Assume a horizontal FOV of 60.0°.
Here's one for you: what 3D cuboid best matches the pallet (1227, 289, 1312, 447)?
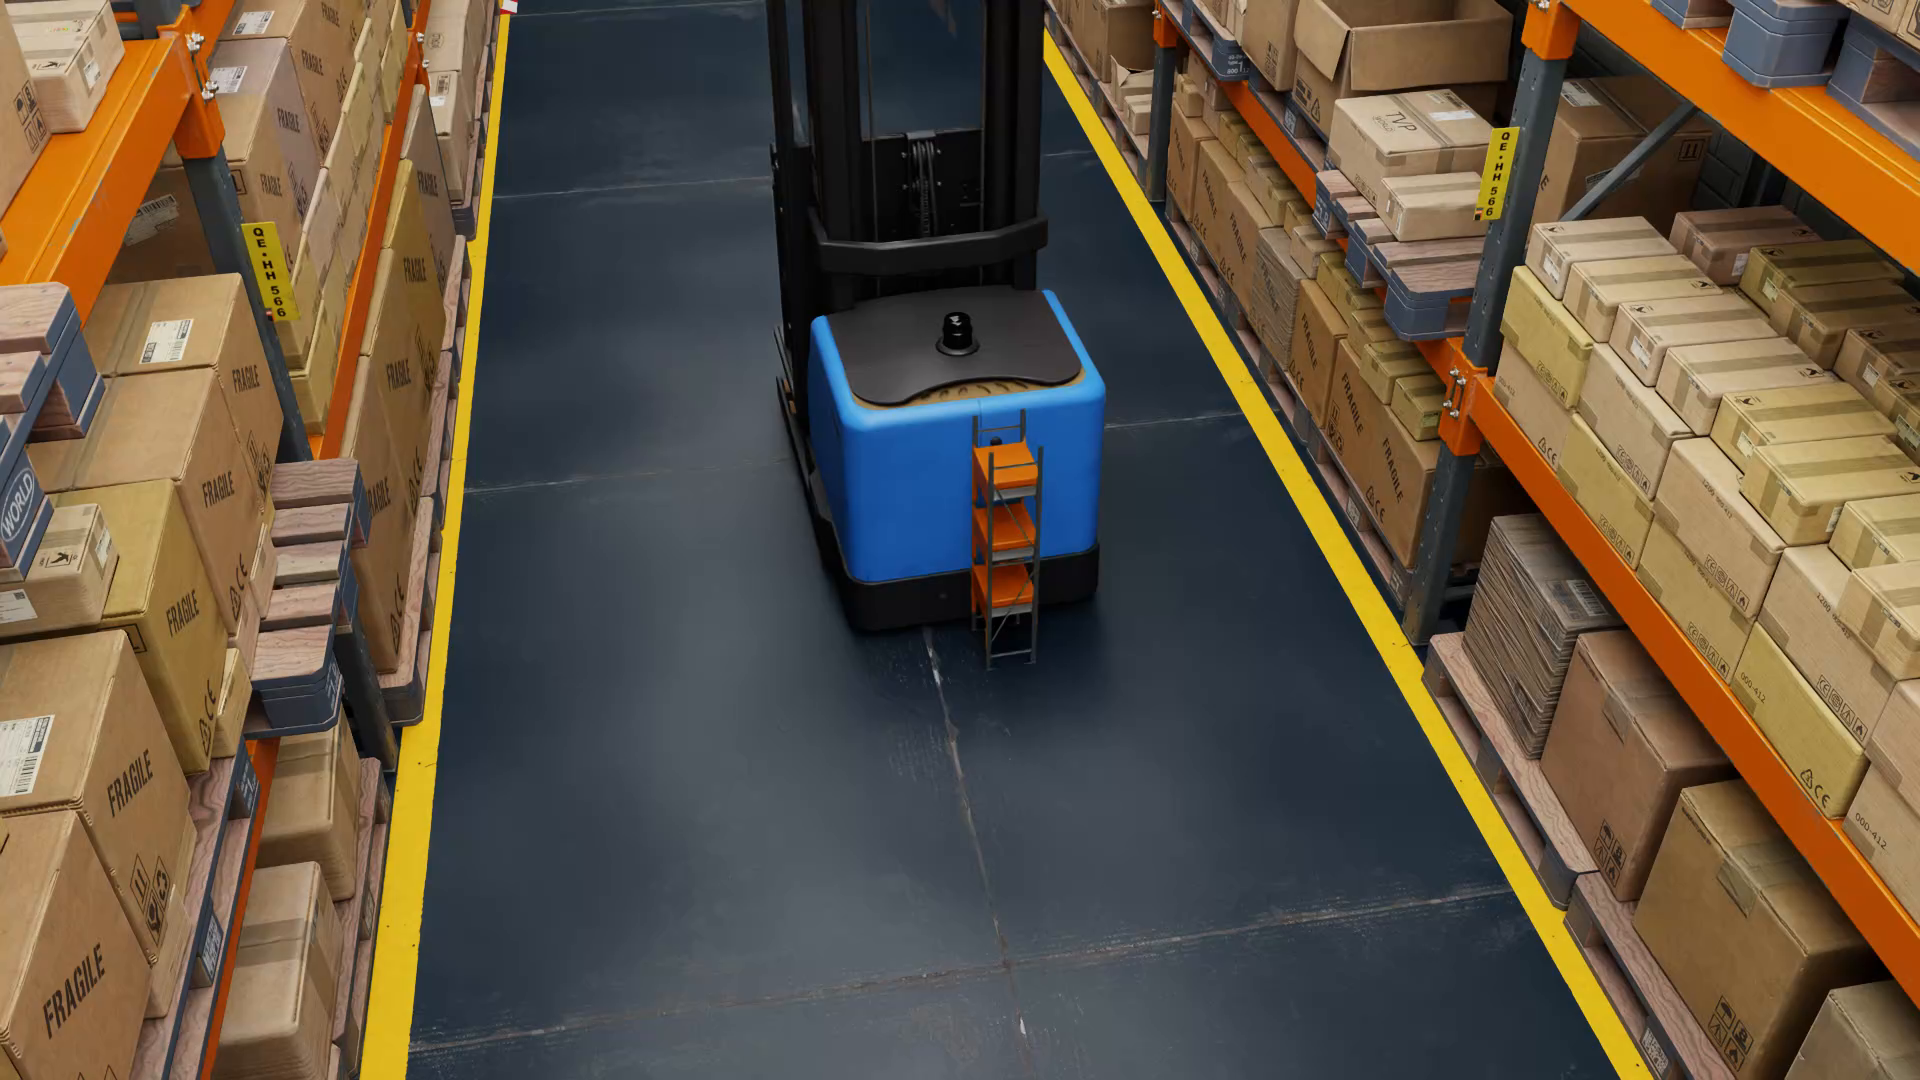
[{"bbox_3d":[1.997,-0.930,8.275,1.003,0.211,1.213,-6,38,-8],"label":"pallet"}]

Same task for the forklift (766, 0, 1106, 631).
[{"bbox_3d":[-0.263,-1.701,7.051,1.130,2.935,3.031,-8,39,-10],"label":"forklift"}]

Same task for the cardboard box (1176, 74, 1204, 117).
[{"bbox_3d":[1.401,-2.446,9.120,0.380,0.149,0.250,-5,38,-6],"label":"cardboard box"}]

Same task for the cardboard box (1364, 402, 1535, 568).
[{"bbox_3d":[2.015,-0.252,6.824,0.500,0.500,0.500,-5,38,-7],"label":"cardboard box"}]

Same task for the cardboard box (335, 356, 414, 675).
[{"bbox_3d":[-2.624,-0.058,6.269,0.875,0.875,0.875,-7,38,-8],"label":"cardboard box"}]

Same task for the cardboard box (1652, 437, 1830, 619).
[{"bbox_3d":[2.299,-0.064,4.602,0.500,0.250,0.500,-7,38,-9],"label":"cardboard box"}]

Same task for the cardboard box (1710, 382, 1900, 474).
[{"bbox_3d":[2.317,-0.294,4.573,0.380,0.149,0.250,-6,38,-7],"label":"cardboard box"}]

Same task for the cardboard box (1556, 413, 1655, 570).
[{"bbox_3d":[2.222,-0.183,5.163,0.500,0.250,0.500,-7,38,-9],"label":"cardboard box"}]

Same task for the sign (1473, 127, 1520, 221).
[{"bbox_3d":[1.769,-1.203,5.474,0.100,0.325,0.005,-6,38,-8],"label":"sign"}]

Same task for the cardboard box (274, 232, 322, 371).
[{"bbox_3d":[-2.431,-0.775,5.518,0.500,0.250,0.500,-6,38,-8],"label":"cardboard box"}]

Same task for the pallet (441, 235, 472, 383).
[{"bbox_3d":[-3.077,-1.162,8.573,1.003,0.211,1.213,-6,38,-8],"label":"pallet"}]

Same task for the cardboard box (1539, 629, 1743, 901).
[{"bbox_3d":[2.519,0.703,5.493,0.875,0.625,0.625,-5,38,-6],"label":"cardboard box"}]

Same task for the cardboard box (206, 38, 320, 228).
[{"bbox_3d":[-2.527,-1.362,5.661,0.500,0.500,0.500,-6,38,-8],"label":"cardboard box"}]

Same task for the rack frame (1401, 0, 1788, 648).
[{"bbox_3d":[2.301,-0.841,5.887,1.000,3.000,0.127,-6,38,-8],"label":"rack frame"}]

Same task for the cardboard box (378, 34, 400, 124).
[{"bbox_3d":[-2.871,-2.110,7.643,0.500,0.250,0.500,-7,38,-9],"label":"cardboard box"}]

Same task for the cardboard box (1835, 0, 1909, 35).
[{"bbox_3d":[2.375,-1.512,3.802,0.700,0.500,0.500,-7,38,-9],"label":"cardboard box"}]

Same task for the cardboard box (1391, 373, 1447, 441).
[{"bbox_3d":[1.965,-0.547,6.675,0.380,0.149,0.250,-8,39,-10],"label":"cardboard box"}]

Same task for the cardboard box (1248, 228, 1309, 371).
[{"bbox_3d":[1.734,-1.183,8.023,0.500,0.500,0.500,-8,38,-10],"label":"cardboard box"}]

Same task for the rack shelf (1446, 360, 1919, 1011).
[{"bbox_3d":[2.652,0.651,4.553,1.077,0.370,4.000,-6,38,-8],"label":"rack shelf"}]

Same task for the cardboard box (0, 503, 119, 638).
[{"bbox_3d":[-2.020,0.074,3.515,0.380,0.149,0.250,-8,39,-10],"label":"cardboard box"}]

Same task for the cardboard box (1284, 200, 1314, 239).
[{"bbox_3d":[1.767,-1.505,7.908,0.380,0.149,0.250,-6,38,-8],"label":"cardboard box"}]

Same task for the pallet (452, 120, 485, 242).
[{"bbox_3d":[-3.343,-2.087,9.765,1.003,0.211,1.213,-6,38,-8],"label":"pallet"}]

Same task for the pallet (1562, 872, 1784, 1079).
[{"bbox_3d":[2.618,1.497,5.151,1.003,0.211,1.213,-6,38,-8],"label":"pallet"}]

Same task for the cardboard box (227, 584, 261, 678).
[{"bbox_3d":[-2.053,0.256,4.338,0.380,0.149,0.250,-8,39,-10],"label":"cardboard box"}]

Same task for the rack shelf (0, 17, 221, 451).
[{"bbox_3d":[-2.234,0.003,2.943,1.077,0.370,4.000,-6,38,-8],"label":"rack shelf"}]

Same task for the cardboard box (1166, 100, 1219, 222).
[{"bbox_3d":[1.463,-2.119,9.228,0.500,0.500,0.500,-5,38,-6],"label":"cardboard box"}]

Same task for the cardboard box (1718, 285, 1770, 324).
[{"bbox_3d":[2.654,-0.738,5.469,0.500,0.250,0.500,-5,38,-7],"label":"cardboard box"}]

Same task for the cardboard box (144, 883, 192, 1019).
[{"bbox_3d":[-1.871,0.887,3.526,0.380,0.149,0.250,-5,38,-6],"label":"cardboard box"}]

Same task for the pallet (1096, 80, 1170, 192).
[{"bbox_3d":[1.480,-2.570,10.387,1.003,0.211,1.213,-6,38,-8],"label":"pallet"}]

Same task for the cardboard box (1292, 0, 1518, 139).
[{"bbox_3d":[1.833,-2.013,6.970,0.797,0.503,0.637,-7,38,-9],"label":"cardboard box"}]

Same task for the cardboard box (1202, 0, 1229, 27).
[{"bbox_3d":[1.555,-2.833,8.028,0.700,0.500,0.500,-6,38,-7],"label":"cardboard box"}]

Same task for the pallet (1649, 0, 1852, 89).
[{"bbox_3d":[2.508,-1.550,4.510,1.213,0.211,1.003,-5,38,-6],"label":"pallet"}]

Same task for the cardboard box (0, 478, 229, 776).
[{"bbox_3d":[-2.040,0.233,3.839,0.500,0.500,0.500,-9,39,-11],"label":"cardboard box"}]

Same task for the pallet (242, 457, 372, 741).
[{"bbox_3d":[-2.355,0.190,4.717,1.213,0.211,1.003,-6,38,-8],"label":"pallet"}]

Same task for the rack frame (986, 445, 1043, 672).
[{"bbox_3d":[0.201,0.090,6.279,0.200,1.050,0.008,-8,39,-10],"label":"rack frame"}]

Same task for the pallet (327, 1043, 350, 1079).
[{"bbox_3d":[-2.239,2.004,4.498,1.003,0.211,1.213,-6,38,-8],"label":"pallet"}]

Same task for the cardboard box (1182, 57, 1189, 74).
[{"bbox_3d":[1.641,-2.983,10.626,0.380,0.149,0.250,-7,38,-9],"label":"cardboard box"}]

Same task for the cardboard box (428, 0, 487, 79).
[{"bbox_3d":[-3.605,-3.351,10.864,0.875,0.438,0.875,-5,38,-7],"label":"cardboard box"}]

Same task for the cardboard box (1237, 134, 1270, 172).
[{"bbox_3d":[1.643,-1.970,8.507,0.380,0.149,0.250,-7,38,-9],"label":"cardboard box"}]

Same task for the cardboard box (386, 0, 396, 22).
[{"bbox_3d":[-2.970,-2.619,7.891,0.500,0.250,0.500,-6,38,-8],"label":"cardboard box"}]

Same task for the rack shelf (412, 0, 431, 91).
[{"bbox_3d":[-3.637,-3.645,10.083,1.077,0.370,4.000,-6,38,-8],"label":"rack shelf"}]

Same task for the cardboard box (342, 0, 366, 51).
[{"bbox_3d":[-2.793,-2.292,6.859,0.500,0.500,0.500,-5,38,-7],"label":"cardboard box"}]

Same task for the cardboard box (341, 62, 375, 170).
[{"bbox_3d":[-2.671,-1.698,6.705,0.500,0.250,0.500,-6,38,-7],"label":"cardboard box"}]

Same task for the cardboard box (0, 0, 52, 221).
[{"bbox_3d":[-2.429,-0.955,3.508,0.700,0.500,0.500,-6,38,-8],"label":"cardboard box"}]

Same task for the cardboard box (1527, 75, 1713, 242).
[{"bbox_3d":[2.365,-1.374,6.150,0.500,0.500,0.500,-5,38,-6],"label":"cardboard box"}]

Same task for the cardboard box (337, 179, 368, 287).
[{"bbox_3d":[-2.617,-1.194,6.464,0.500,0.250,0.500,-5,38,-6],"label":"cardboard box"}]

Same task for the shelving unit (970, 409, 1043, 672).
[{"bbox_3d":[0.174,0.017,6.372,0.215,1.050,0.252,-8,39,-10],"label":"shelving unit"}]

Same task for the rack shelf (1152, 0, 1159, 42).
[{"bbox_3d":[1.249,-4.181,10.773,1.077,0.370,4.000,-6,38,-8],"label":"rack shelf"}]

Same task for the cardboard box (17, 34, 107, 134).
[{"bbox_3d":[-2.271,-1.073,3.946,0.380,0.149,0.250,-6,38,-8],"label":"cardboard box"}]

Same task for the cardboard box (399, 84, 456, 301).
[{"bbox_3d":[-3.099,-1.682,8.359,0.875,0.875,0.875,-5,38,-7],"label":"cardboard box"}]

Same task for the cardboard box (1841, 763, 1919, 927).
[{"bbox_3d":[2.506,0.752,3.959,0.500,0.250,0.500,-6,38,-8],"label":"cardboard box"}]

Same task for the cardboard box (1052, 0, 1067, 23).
[{"bbox_3d":[1.024,-3.951,11.586,0.700,0.500,0.500,-5,38,-6],"label":"cardboard box"}]

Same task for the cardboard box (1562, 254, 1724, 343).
[{"bbox_3d":[2.115,-0.751,5.162,0.380,0.149,0.250,-5,38,-7],"label":"cardboard box"}]

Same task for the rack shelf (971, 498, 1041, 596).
[{"bbox_3d":[0.174,0.025,6.379,0.215,0.259,0.240,-8,39,-10],"label":"rack shelf"}]

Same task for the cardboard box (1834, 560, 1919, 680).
[{"bbox_3d":[2.348,0.177,3.967,0.380,0.149,0.250,-7,38,-9],"label":"cardboard box"}]

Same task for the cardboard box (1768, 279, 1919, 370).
[{"bbox_3d":[2.699,-0.653,5.035,0.380,0.149,0.250,-6,38,-8],"label":"cardboard box"}]

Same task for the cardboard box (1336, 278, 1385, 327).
[{"bbox_3d":[1.883,-1.036,7.306,0.380,0.149,0.250,-5,38,-7],"label":"cardboard box"}]
